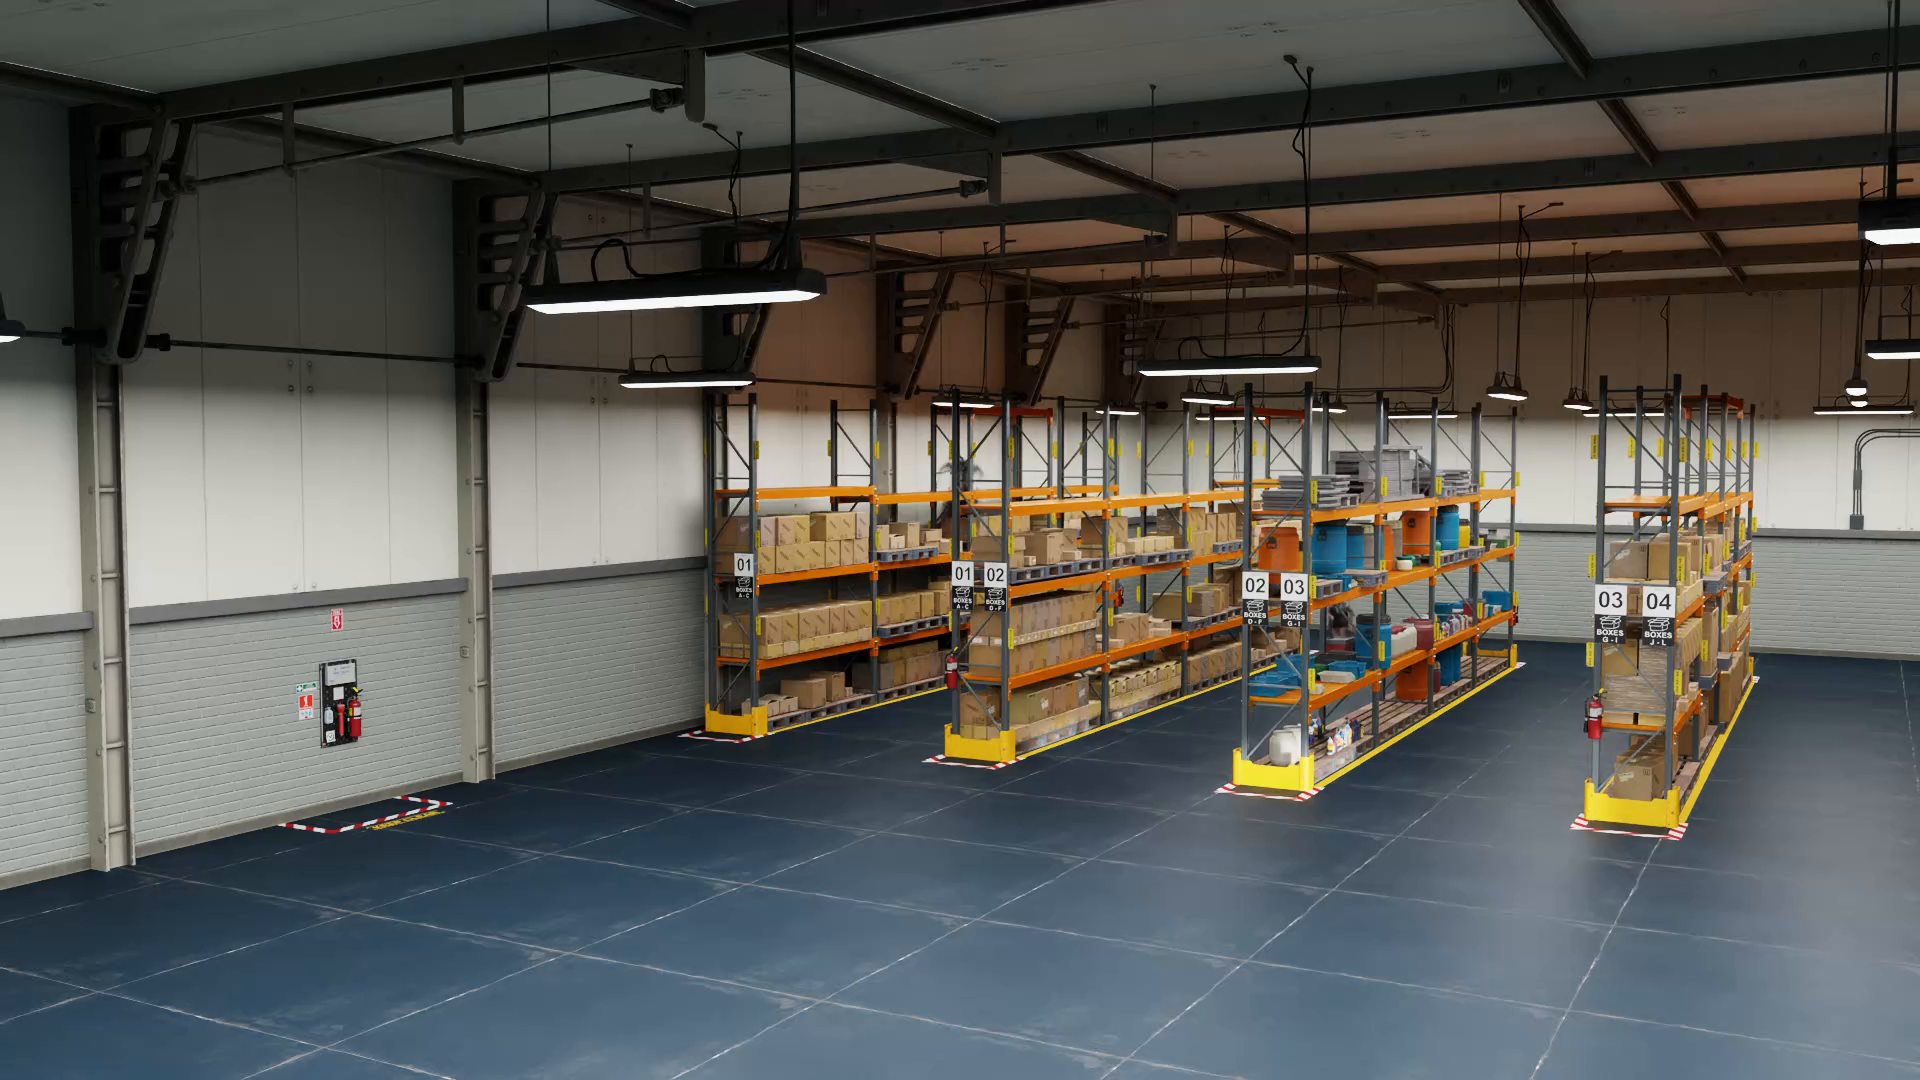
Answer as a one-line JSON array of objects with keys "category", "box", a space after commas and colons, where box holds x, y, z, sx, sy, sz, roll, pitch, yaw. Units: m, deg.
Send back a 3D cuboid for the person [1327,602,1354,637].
[{"category": "person", "box": [8.771, 2.066, 38.555, 0.638, 1.754, 0.811, 1, 3, 20]}]
